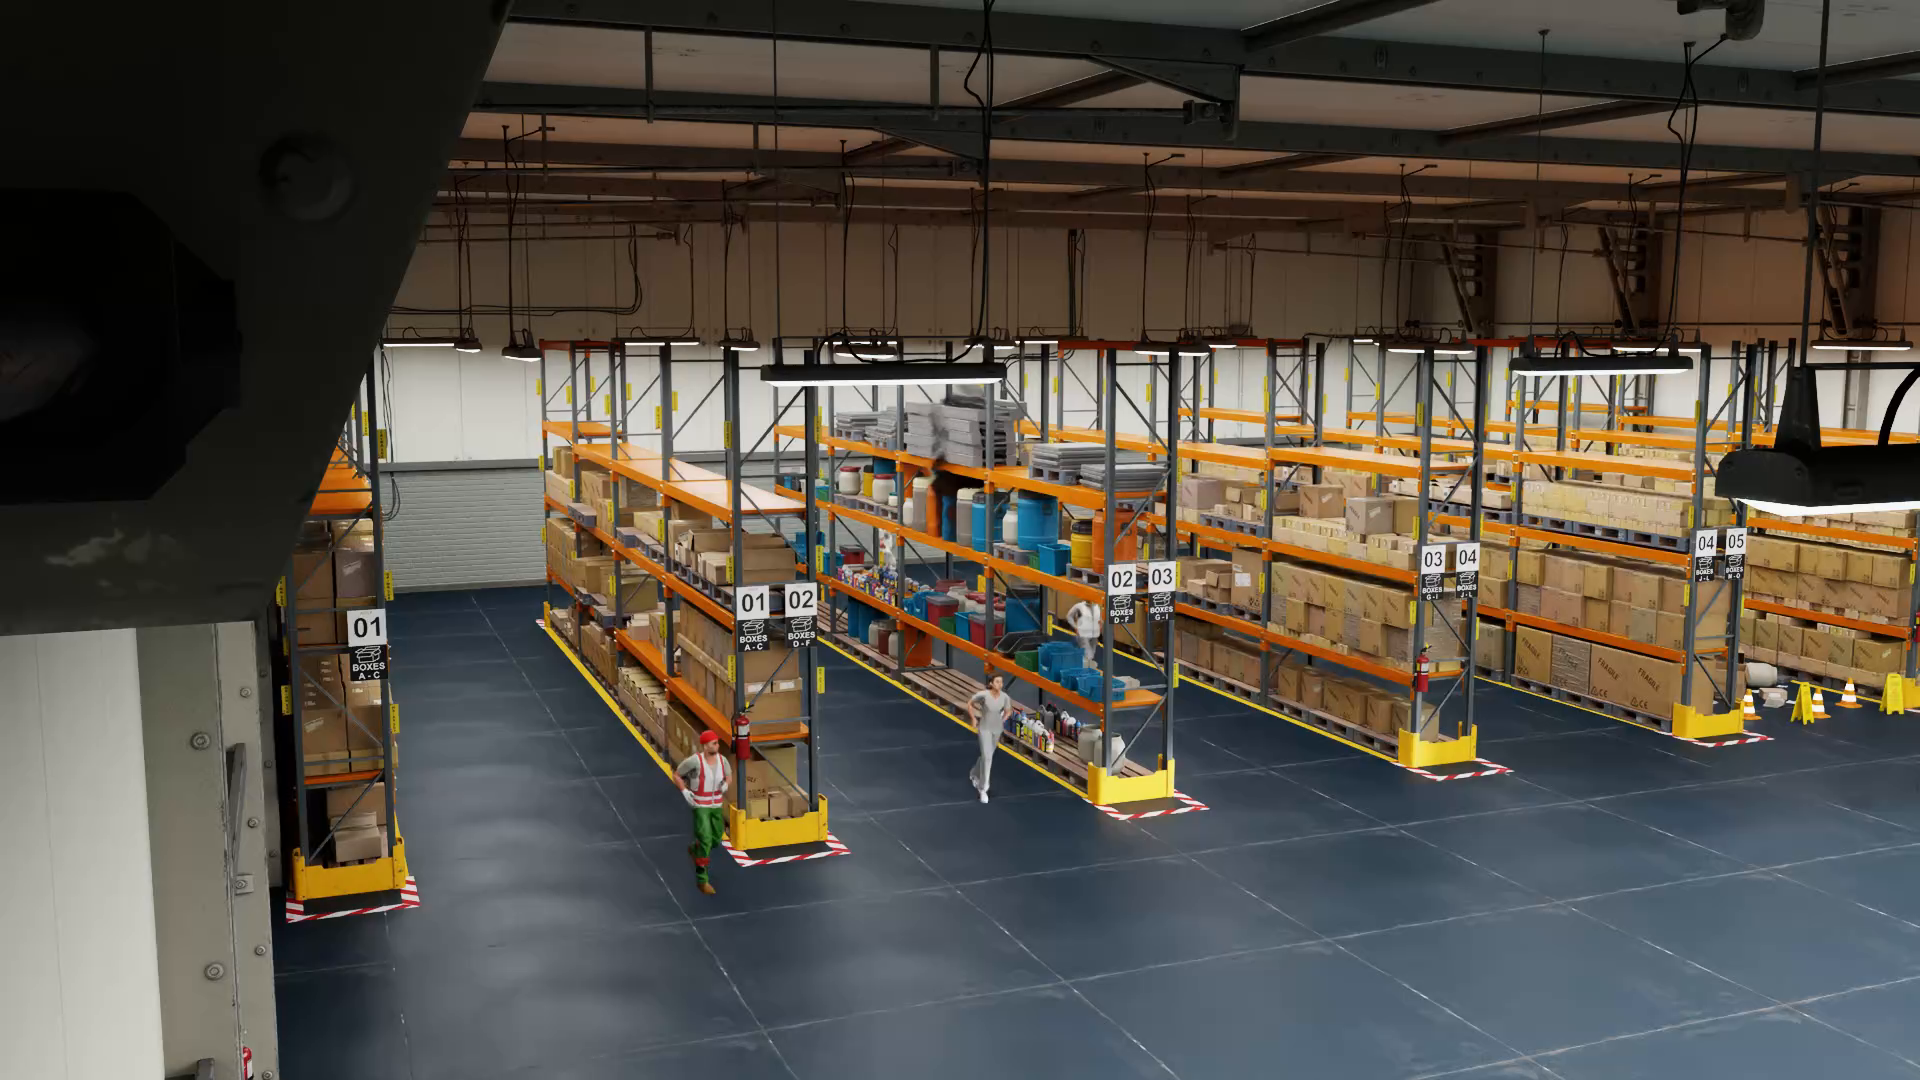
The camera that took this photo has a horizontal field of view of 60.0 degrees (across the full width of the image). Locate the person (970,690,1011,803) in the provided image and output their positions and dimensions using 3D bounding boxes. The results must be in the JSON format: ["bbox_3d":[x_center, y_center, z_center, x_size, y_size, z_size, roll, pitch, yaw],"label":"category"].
[{"bbox_3d":[0.405,2.731,22.455,0.575,1.451,0.835,-3,8,-25],"label":"person"}]

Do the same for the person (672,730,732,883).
[{"bbox_3d":[-2.897,2.978,18.948,0.689,1.664,0.739,-7,10,-43],"label":"person"}]

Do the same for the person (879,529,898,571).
[{"bbox_3d":[-1.712,0.394,39.777,0.539,1.445,0.538,-1,8,-9],"label":"person"}]

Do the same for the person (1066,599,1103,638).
[{"bbox_3d":[2.253,1.245,28.853,0.648,0.892,0.585,-4,9,-29],"label":"person"}]
